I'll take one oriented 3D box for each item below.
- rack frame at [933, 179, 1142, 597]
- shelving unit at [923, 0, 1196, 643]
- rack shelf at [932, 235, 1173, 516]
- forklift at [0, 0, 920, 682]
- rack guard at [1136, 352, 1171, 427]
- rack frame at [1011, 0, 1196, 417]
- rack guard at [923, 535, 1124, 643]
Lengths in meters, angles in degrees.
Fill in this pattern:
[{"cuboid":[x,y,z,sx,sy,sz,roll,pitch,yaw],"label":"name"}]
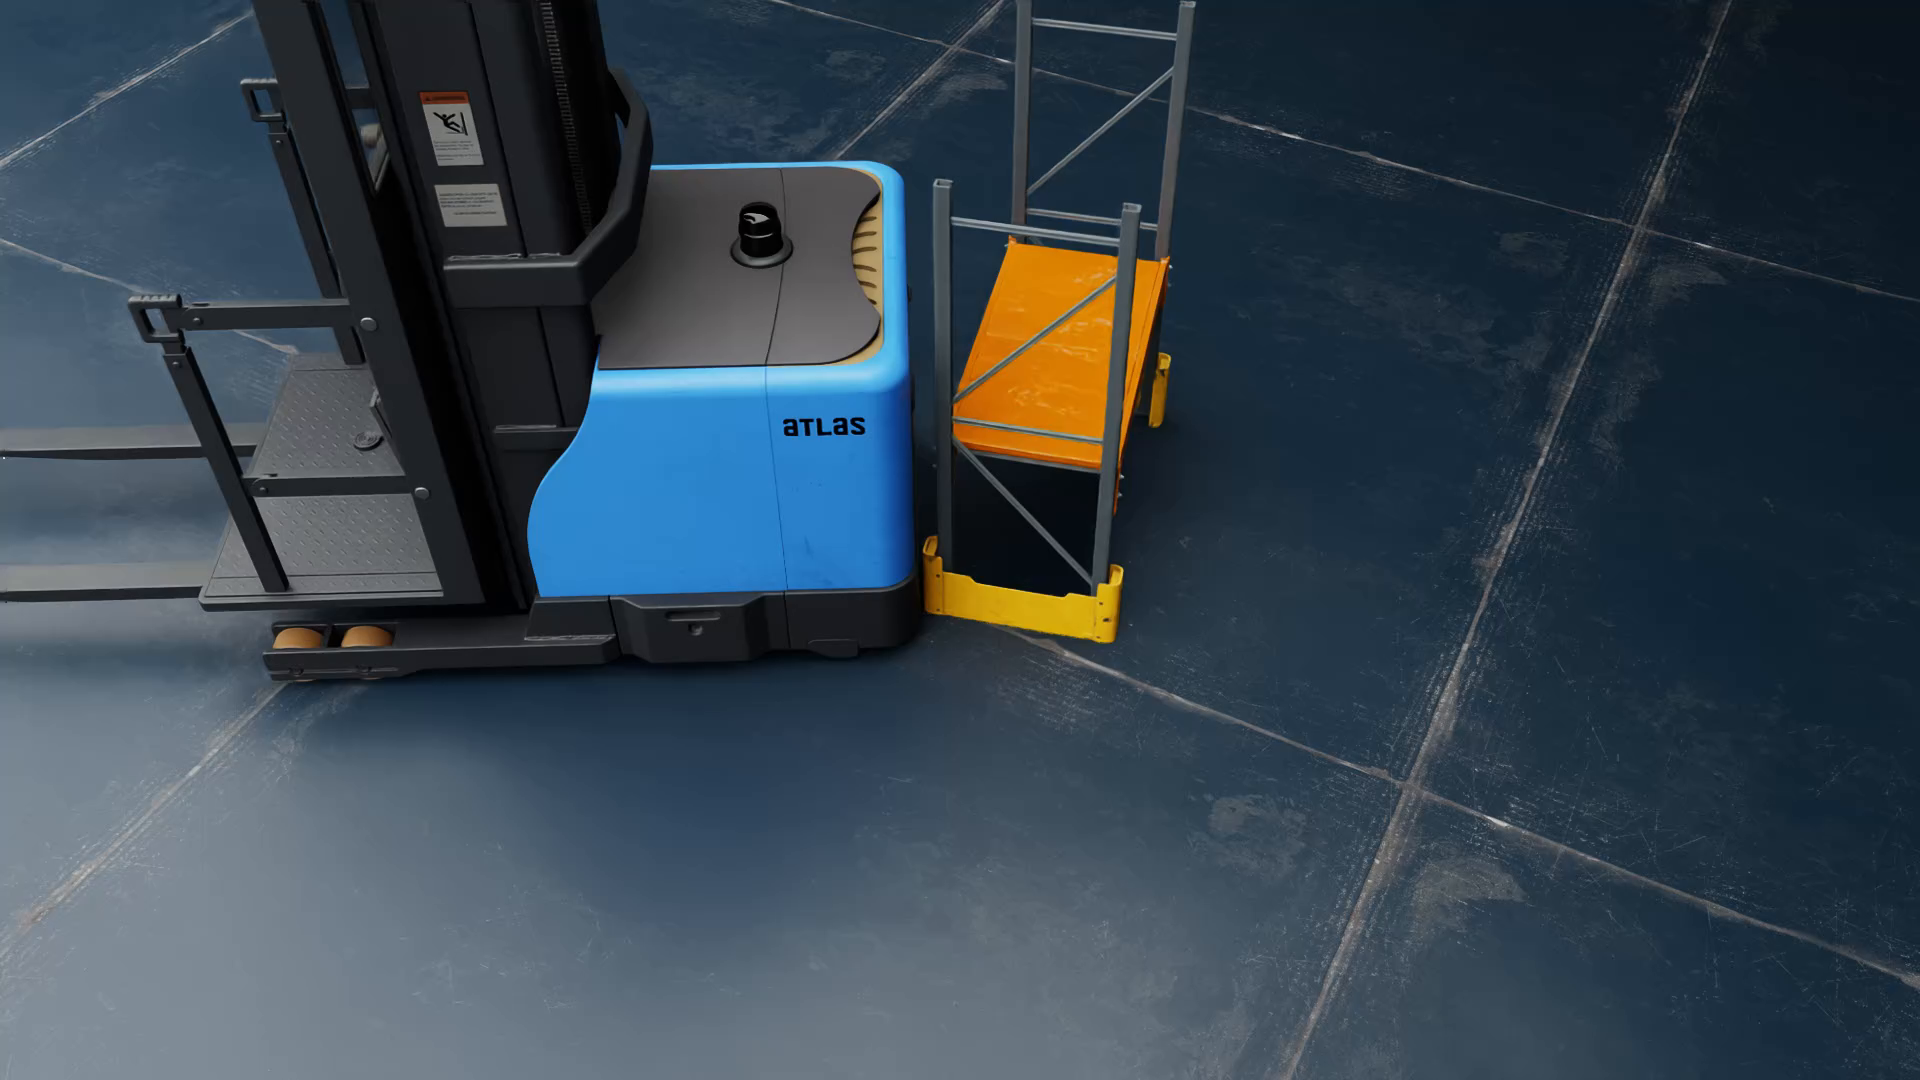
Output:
[{"cuboid":[0.182,-0.292,4.484,0.500,1.500,0.032,9,46,9],"label":"rack frame"},{"cuboid":[0.293,-0.638,4.826,0.587,1.500,1.083,9,46,9],"label":"shelving unit"},{"cuboid":[0.295,-0.518,4.960,0.538,0.185,1.000,9,46,9],"label":"rack shelf"},{"cuboid":[-1.647,-1.003,4.181,3.031,2.935,1.130,-2,45,-1],"label":"forklift"},{"cuboid":[0.405,-0.544,5.612,0.587,0.250,0.087,9,46,9],"label":"rack guard"},{"cuboid":[0.409,-0.997,5.181,0.500,1.500,0.032,9,46,9],"label":"rack frame"},{"cuboid":[0.182,0.147,4.929,0.587,0.250,0.087,9,46,9],"label":"rack guard"}]
